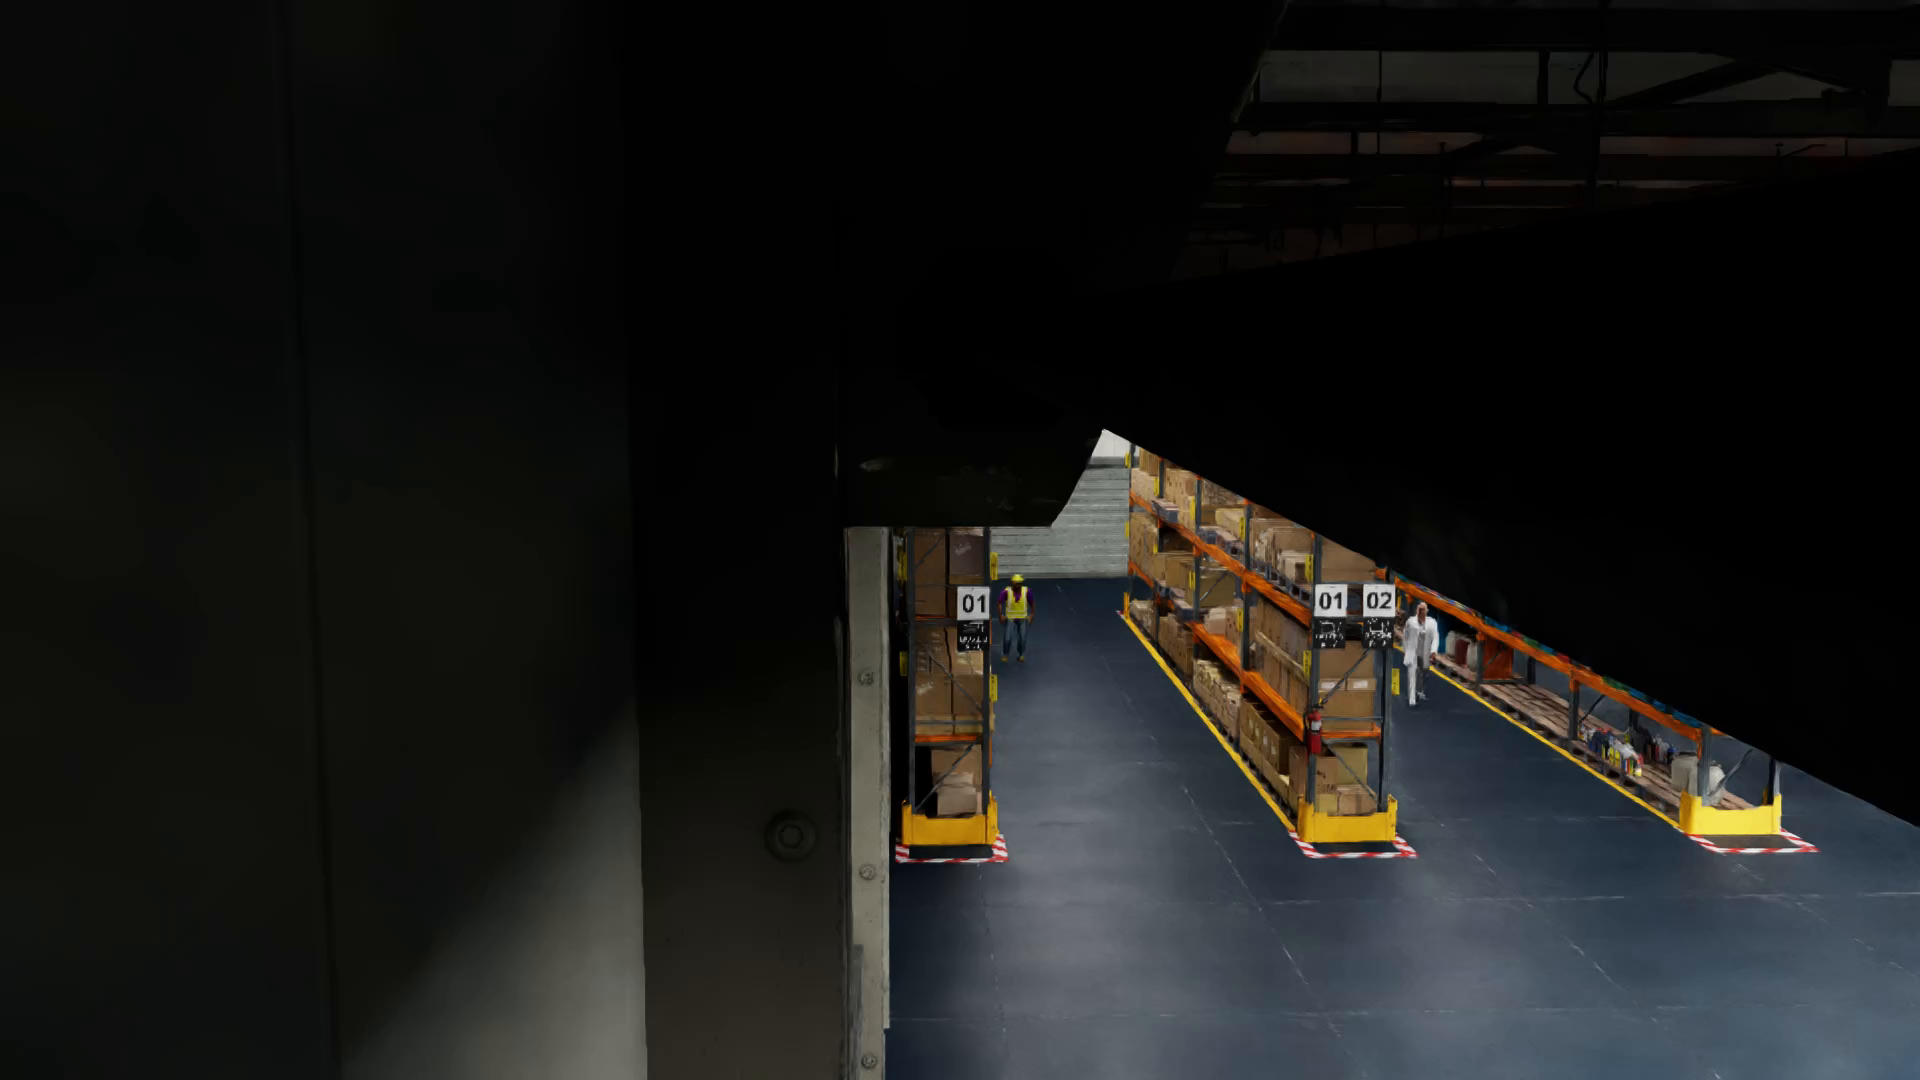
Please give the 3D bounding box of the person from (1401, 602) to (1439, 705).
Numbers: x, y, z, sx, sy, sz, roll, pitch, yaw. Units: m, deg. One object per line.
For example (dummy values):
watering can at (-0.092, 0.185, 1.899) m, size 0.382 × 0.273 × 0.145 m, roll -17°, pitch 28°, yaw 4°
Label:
person at (7.745, 1.987, 27.976) m, size 0.573 × 1.518 × 1.102 m, roll 1°, pitch 7°, yaw 6°

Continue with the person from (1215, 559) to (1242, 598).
person at (6.129, 0.516, 38.415) m, size 0.568 × 1.780 × 0.718 m, roll 6°, pitch 9°, yaw 37°

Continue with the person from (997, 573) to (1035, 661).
person at (1.056, 1.466, 31.455) m, size 0.719 × 1.714 × 0.578 m, roll -1°, pitch 7°, yaw -4°

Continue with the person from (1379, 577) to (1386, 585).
person at (9.794, 0.593, 38.472) m, size 0.521 × 1.713 × 0.554 m, roll -6°, pitch 9°, yaw -39°
